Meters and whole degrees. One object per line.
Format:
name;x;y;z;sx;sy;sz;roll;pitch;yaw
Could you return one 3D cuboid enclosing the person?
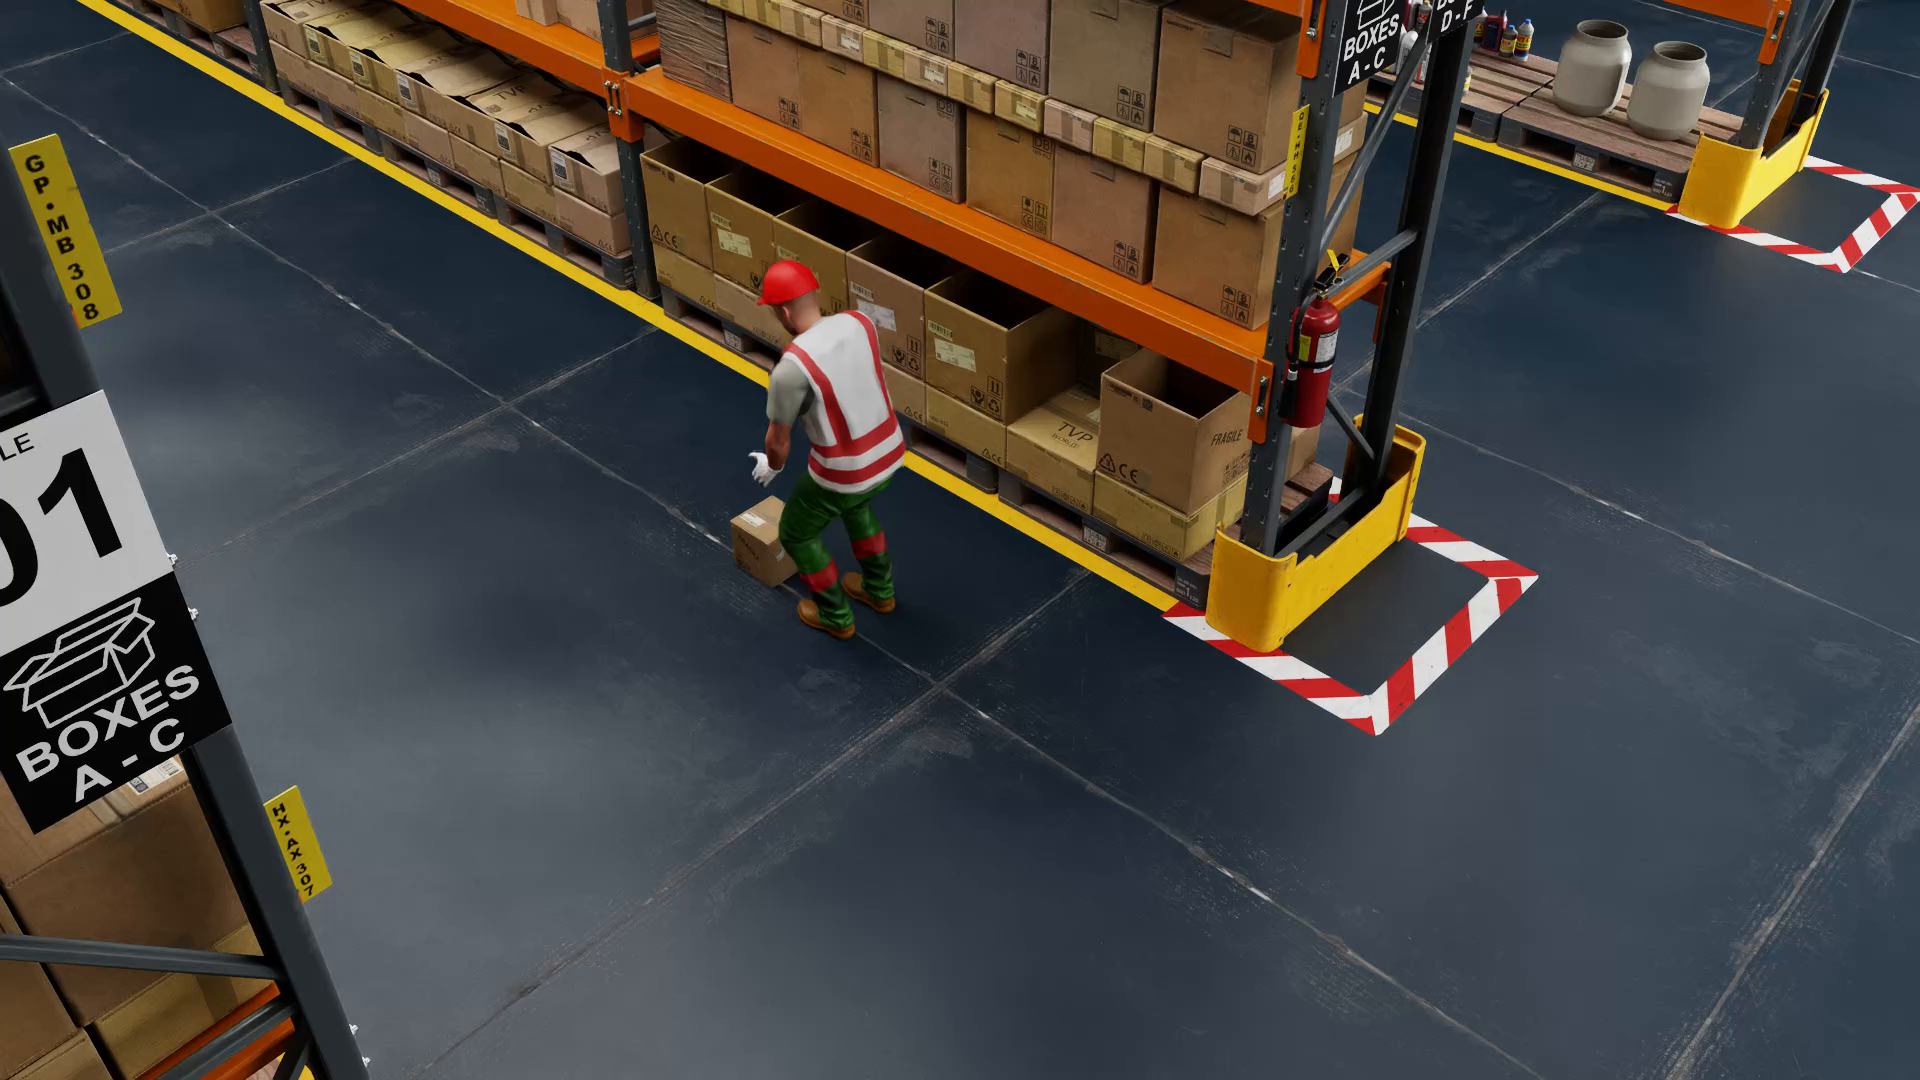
person;-0.531;-0.332;6.661;0.580;1.646;0.564;31;48;32
